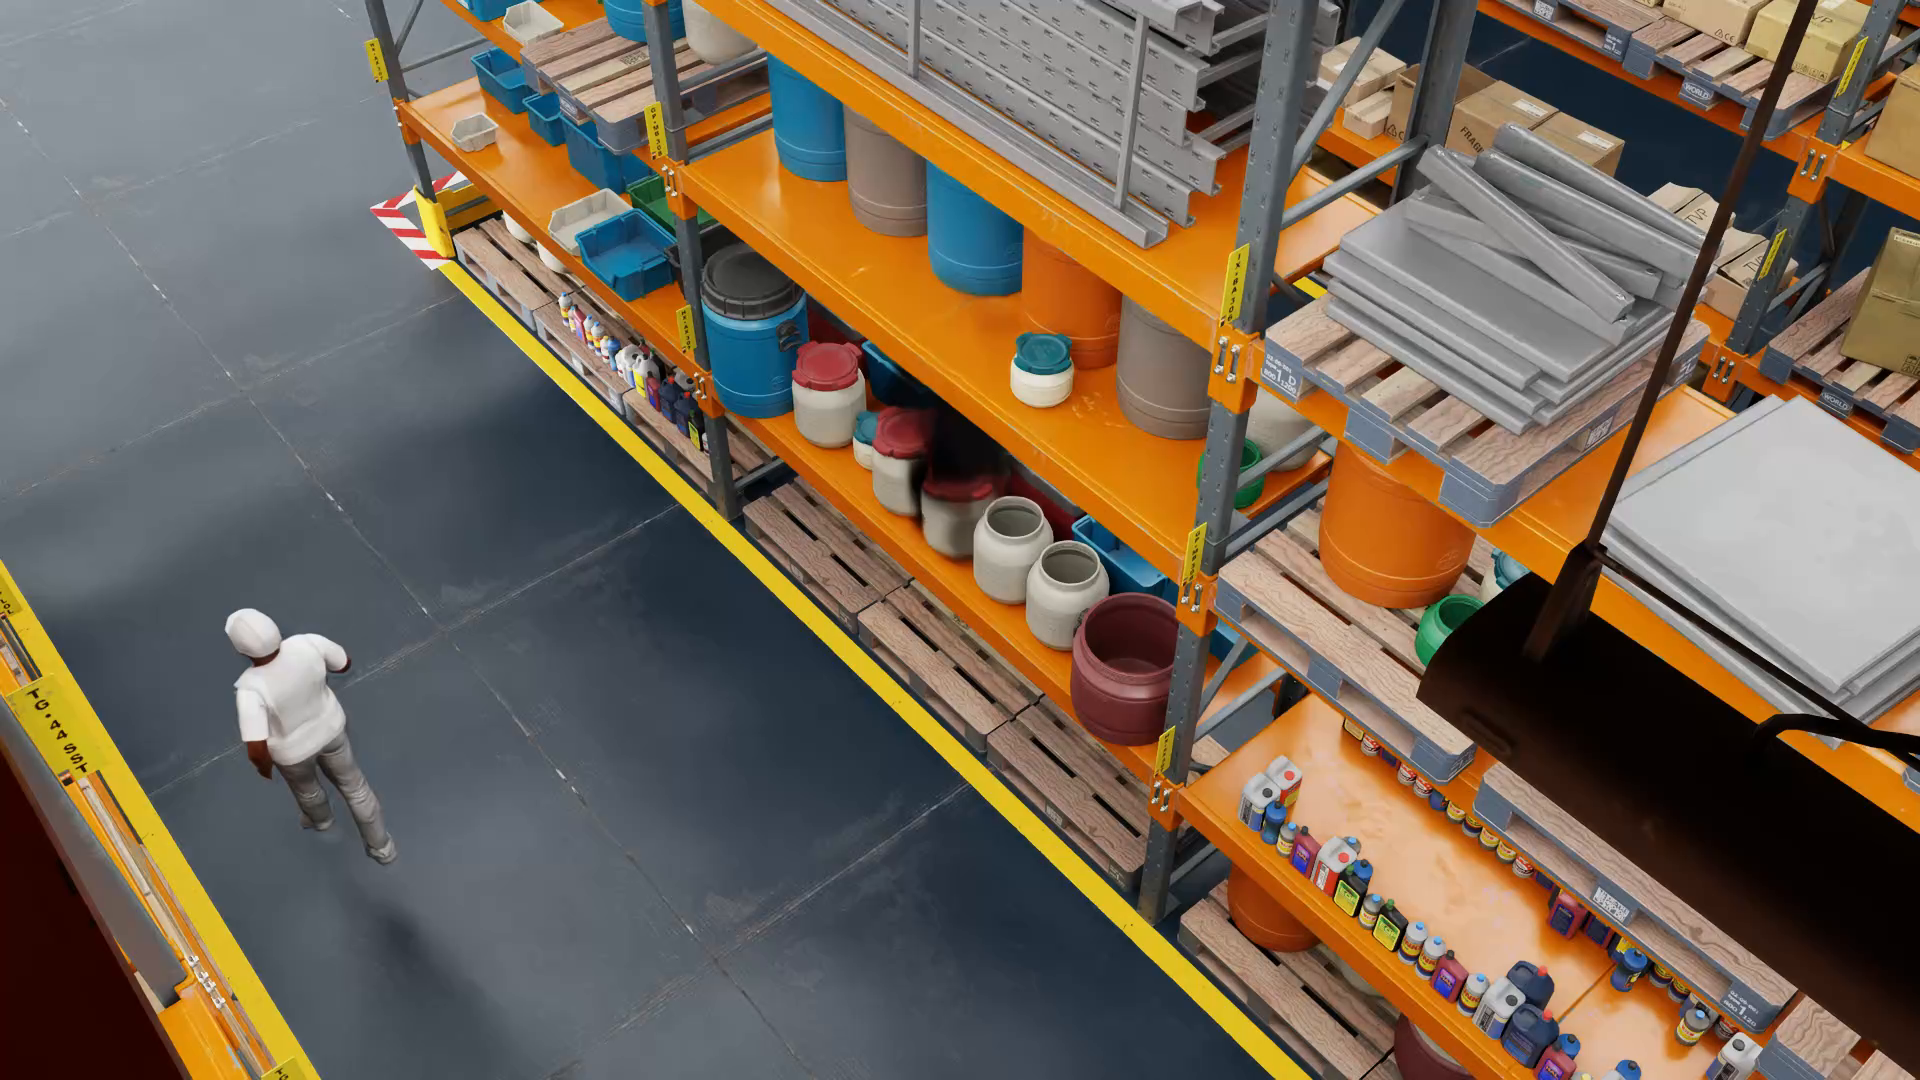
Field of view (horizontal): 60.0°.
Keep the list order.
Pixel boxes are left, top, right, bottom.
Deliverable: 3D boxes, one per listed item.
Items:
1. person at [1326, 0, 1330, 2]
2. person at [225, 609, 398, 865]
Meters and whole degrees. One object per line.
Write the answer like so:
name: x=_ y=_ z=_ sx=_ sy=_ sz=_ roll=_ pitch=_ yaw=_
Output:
person: x=3.132 y=-4.794 z=14.340 sx=0.854 sy=1.707 sz=0.614 roll=33 pitch=55 yaw=27
person: x=-3.286 y=1.006 z=8.423 sx=0.677 sy=1.847 sz=0.750 roll=-36 pitch=56 yaw=-29
